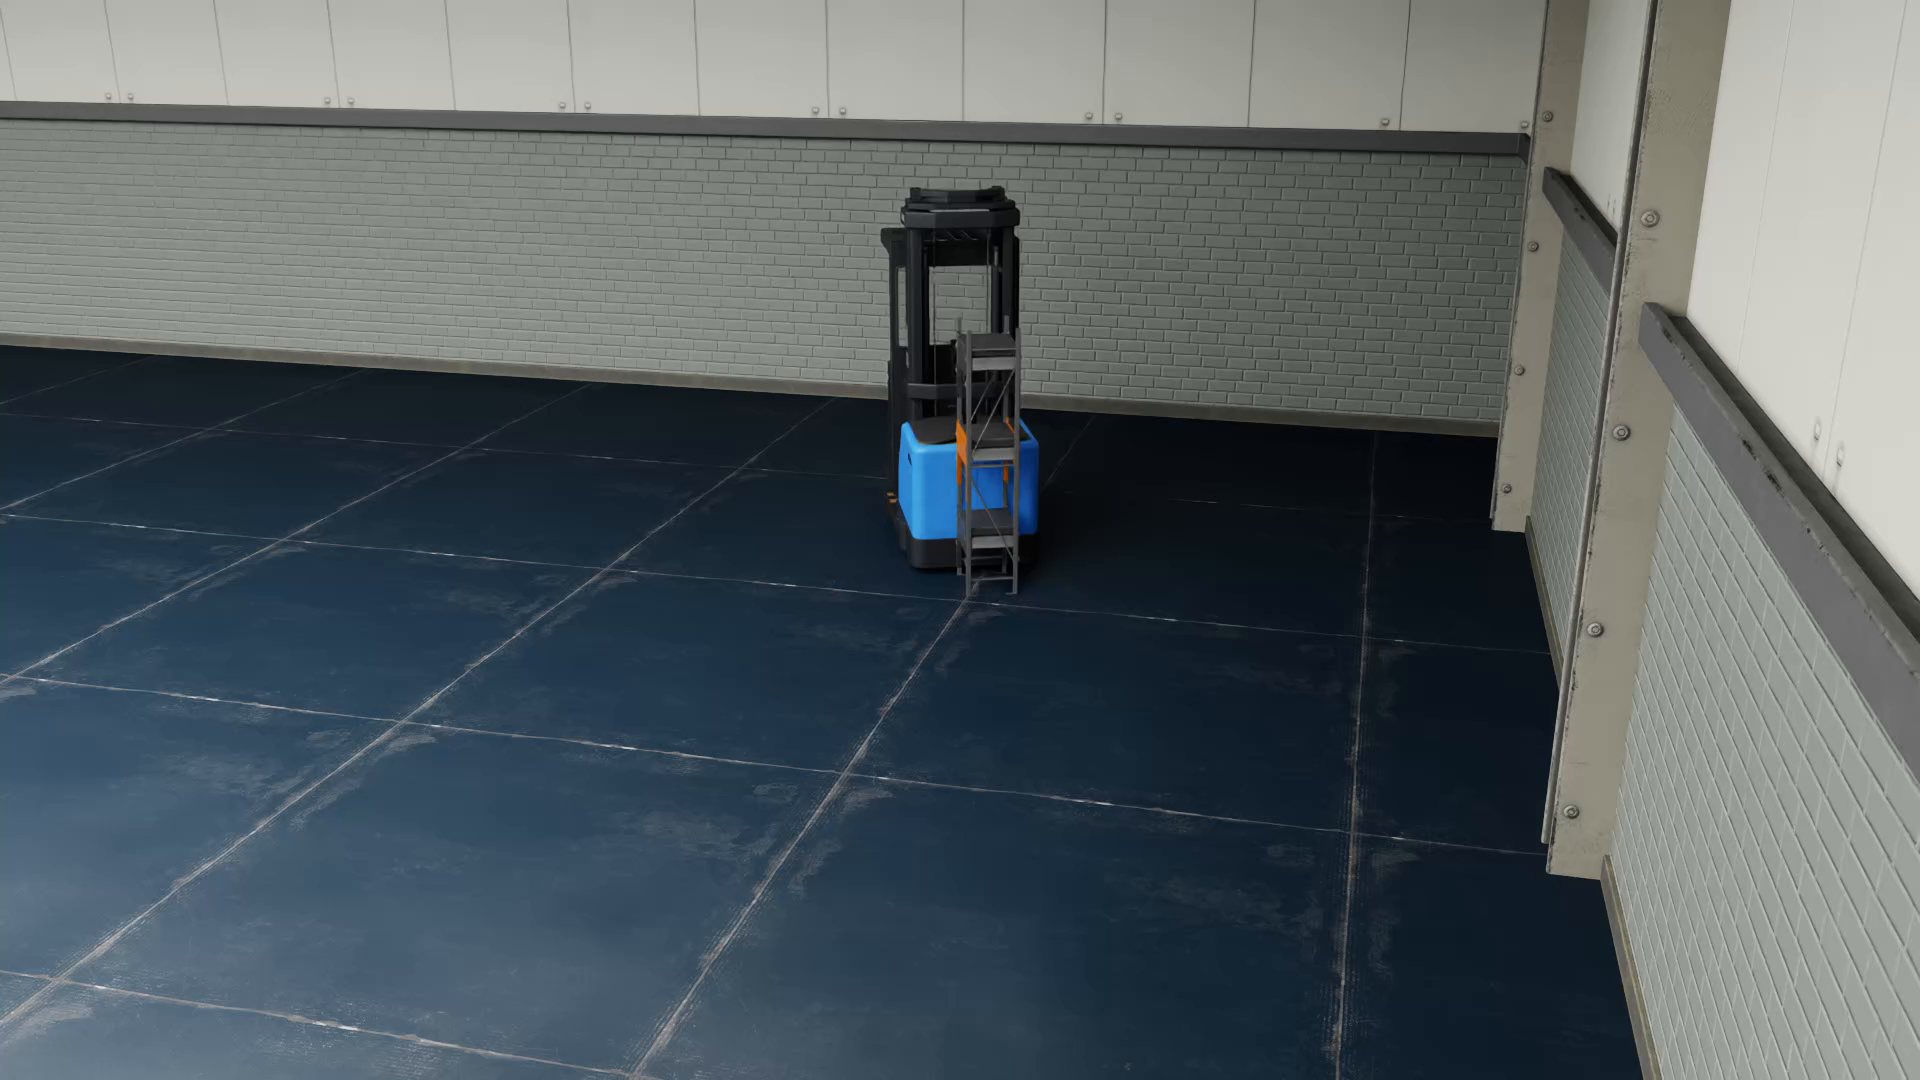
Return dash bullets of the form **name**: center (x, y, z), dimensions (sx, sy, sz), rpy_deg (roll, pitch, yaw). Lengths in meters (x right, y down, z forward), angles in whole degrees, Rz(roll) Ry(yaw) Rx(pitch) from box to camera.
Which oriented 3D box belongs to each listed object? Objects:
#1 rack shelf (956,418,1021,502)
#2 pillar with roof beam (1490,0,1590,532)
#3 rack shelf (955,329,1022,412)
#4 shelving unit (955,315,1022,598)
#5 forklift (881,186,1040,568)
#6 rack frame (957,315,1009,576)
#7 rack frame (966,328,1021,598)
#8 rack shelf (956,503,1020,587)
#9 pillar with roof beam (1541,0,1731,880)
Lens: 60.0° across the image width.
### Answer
- **rack shelf**: center (0.213, -0.624, 12.806), dimensions (0.431, 0.518, 0.480), rpy_deg (-3, 19, -8)
- **pillar with roof beam**: center (0.645, -4.737, 14.133), dimensions (9.100, 9.000, 0.400), rpy_deg (5, 19, 13)
- **rack shelf**: center (0.213, -1.286, 12.578), dimensions (0.431, 0.518, 0.480), rpy_deg (-3, 19, -8)
- **shelving unit**: center (0.213, -0.637, 12.802), dimensions (0.431, 2.100, 0.503), rpy_deg (-3, 19, -8)
- **forklift**: center (-0.084, -1.596, 14.325), dimensions (1.130, 2.935, 3.031), rpy_deg (-3, 19, -8)
- **rack frame**: center (0.177, -0.715, 13.030), dimensions (0.400, 2.100, 0.015), rpy_deg (-3, 19, -8)
- **rack frame**: center (0.249, -0.558, 12.574), dimensions (0.400, 2.100, 0.015), rpy_deg (-3, 19, -8)
- **rack shelf**: center (0.213, 0.038, 13.034), dimensions (0.431, 0.518, 0.480), rpy_deg (-3, 19, -8)
- **pillar with roof beam**: center (-0.821, -2.856, 8.627), dimensions (9.100, 9.000, 0.400), rpy_deg (5, 19, 13)
